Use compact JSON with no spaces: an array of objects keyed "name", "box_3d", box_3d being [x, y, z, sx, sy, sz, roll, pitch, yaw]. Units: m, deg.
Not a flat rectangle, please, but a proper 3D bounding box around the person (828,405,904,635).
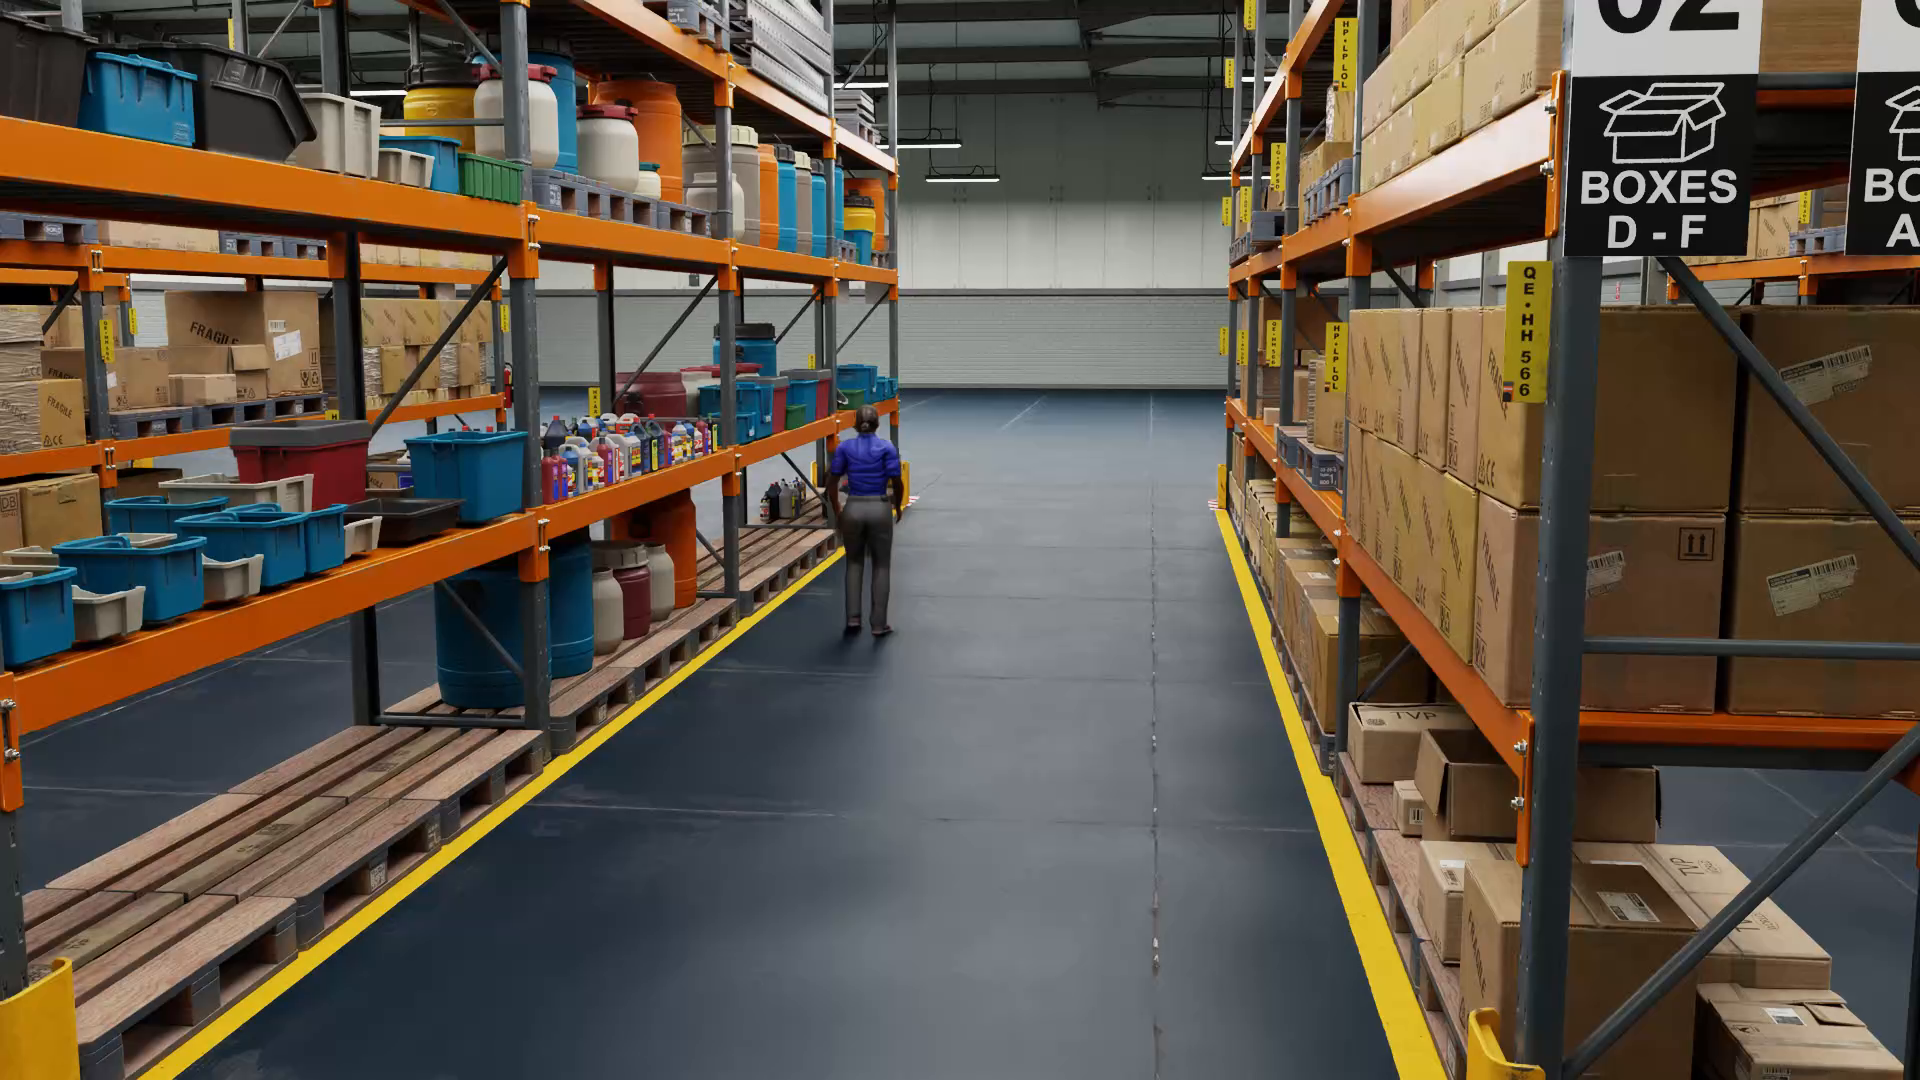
[{"name":"person","box_3d":[-0.668,-0.155,12.001,0.549,1.646,0.446,1,8,8]}]
